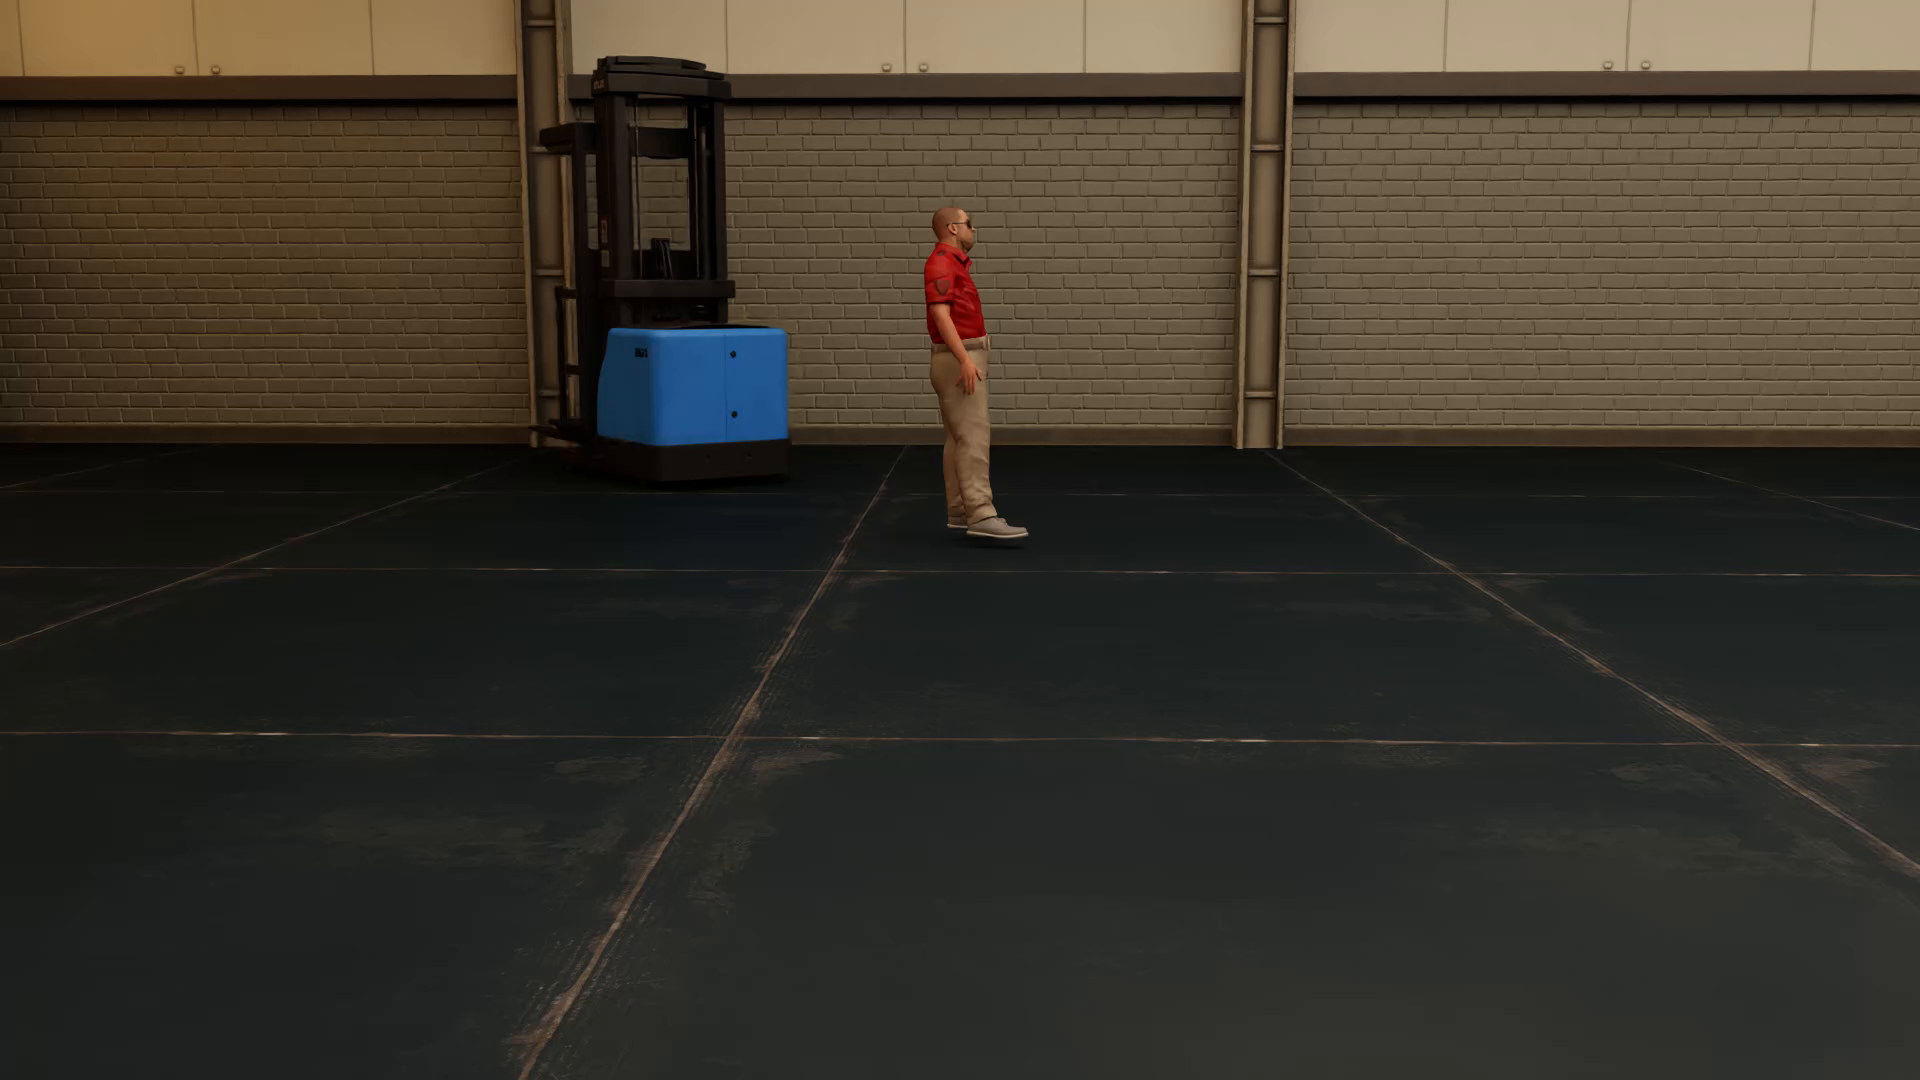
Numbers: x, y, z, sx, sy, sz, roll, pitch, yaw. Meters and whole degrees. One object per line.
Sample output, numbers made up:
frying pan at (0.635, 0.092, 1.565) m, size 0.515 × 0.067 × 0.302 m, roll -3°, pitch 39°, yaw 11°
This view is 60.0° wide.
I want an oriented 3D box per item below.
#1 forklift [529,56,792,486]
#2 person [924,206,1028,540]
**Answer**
forklift at (-2.409, -1.992, 12.342) m, size 1.130 × 2.935 × 3.031 m, roll -6°, pitch 10°, yaw -33°
person at (0.089, -0.899, 8.850) m, size 0.551 × 1.728 × 0.640 m, roll 0°, pitch 9°, yaw 1°
